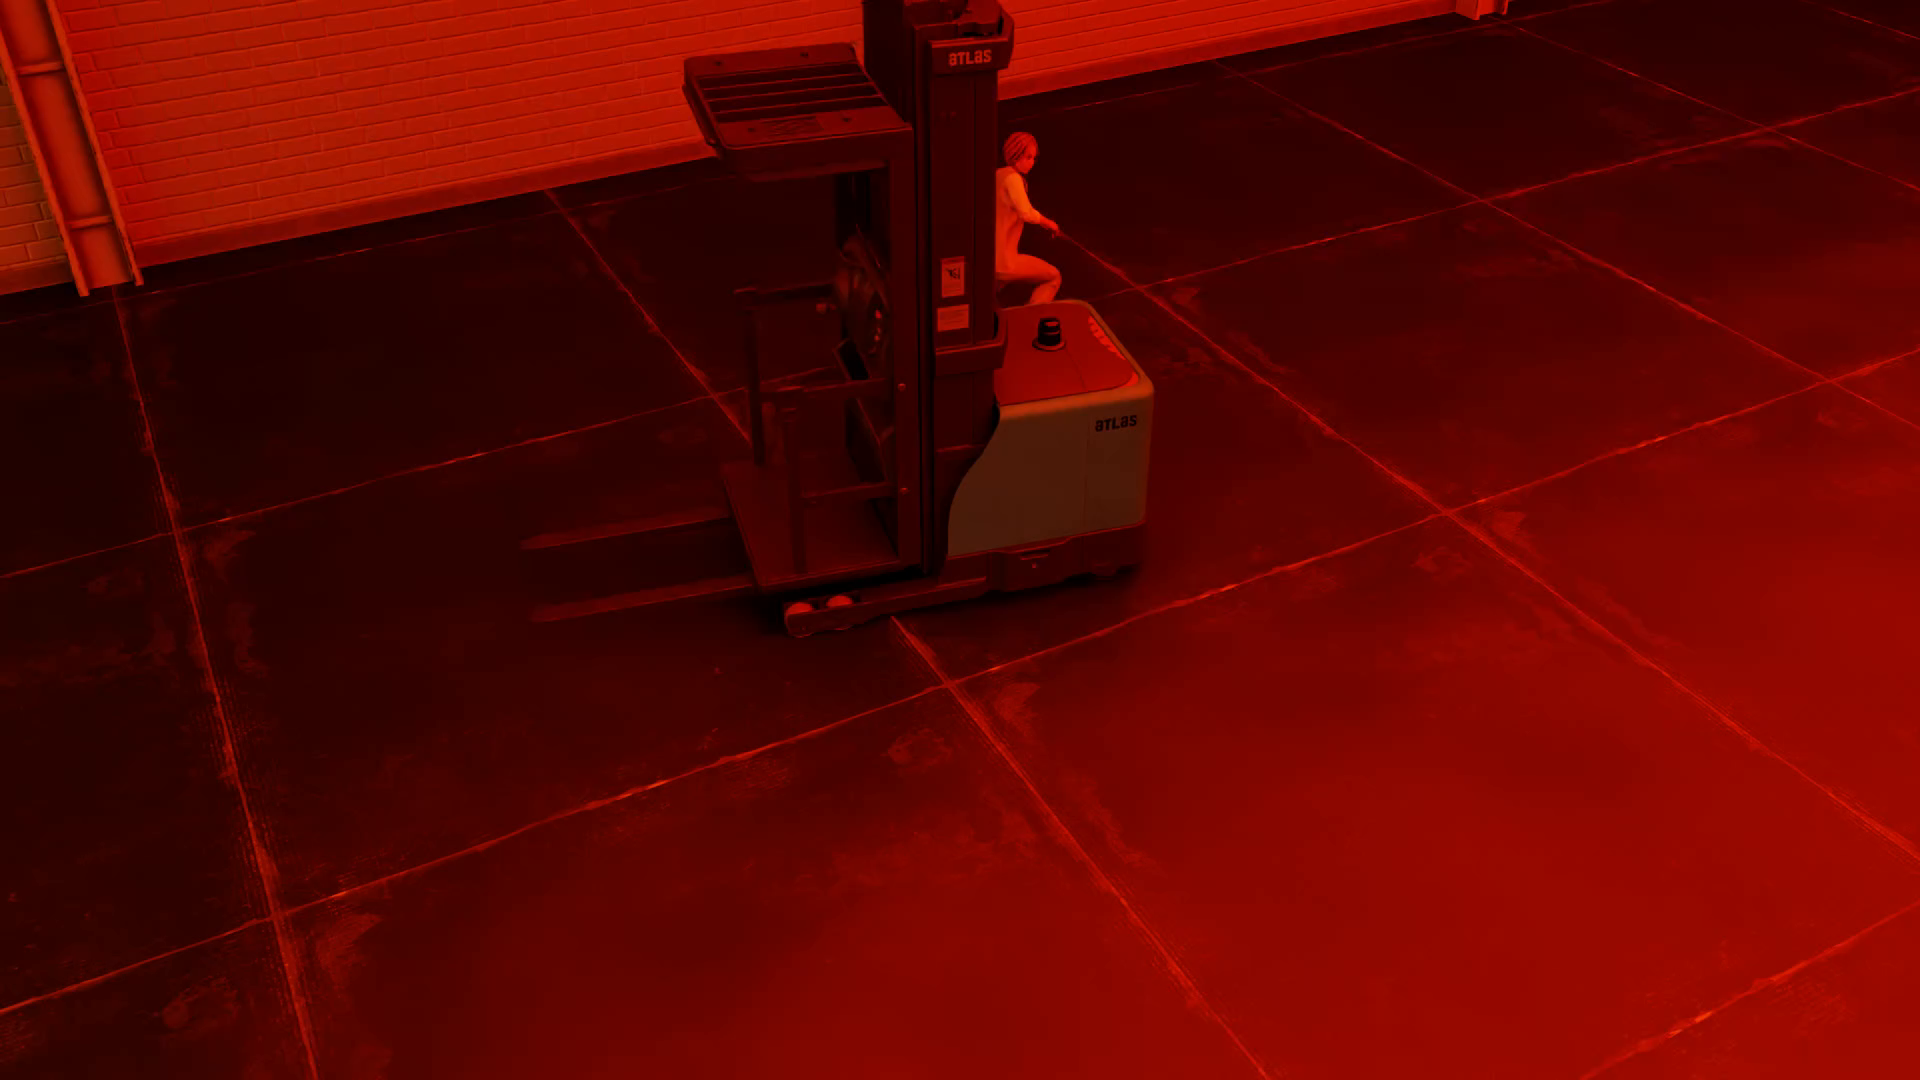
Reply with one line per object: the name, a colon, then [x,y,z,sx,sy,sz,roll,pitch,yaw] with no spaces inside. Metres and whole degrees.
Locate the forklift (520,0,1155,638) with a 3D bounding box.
forklift: [-0.638,-1.069,7.635,3.031,2.935,1.130,-10,36,-14]

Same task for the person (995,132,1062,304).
person: [0.363,-1.787,10.064,0.765,1.366,0.736,-19,39,-25]
